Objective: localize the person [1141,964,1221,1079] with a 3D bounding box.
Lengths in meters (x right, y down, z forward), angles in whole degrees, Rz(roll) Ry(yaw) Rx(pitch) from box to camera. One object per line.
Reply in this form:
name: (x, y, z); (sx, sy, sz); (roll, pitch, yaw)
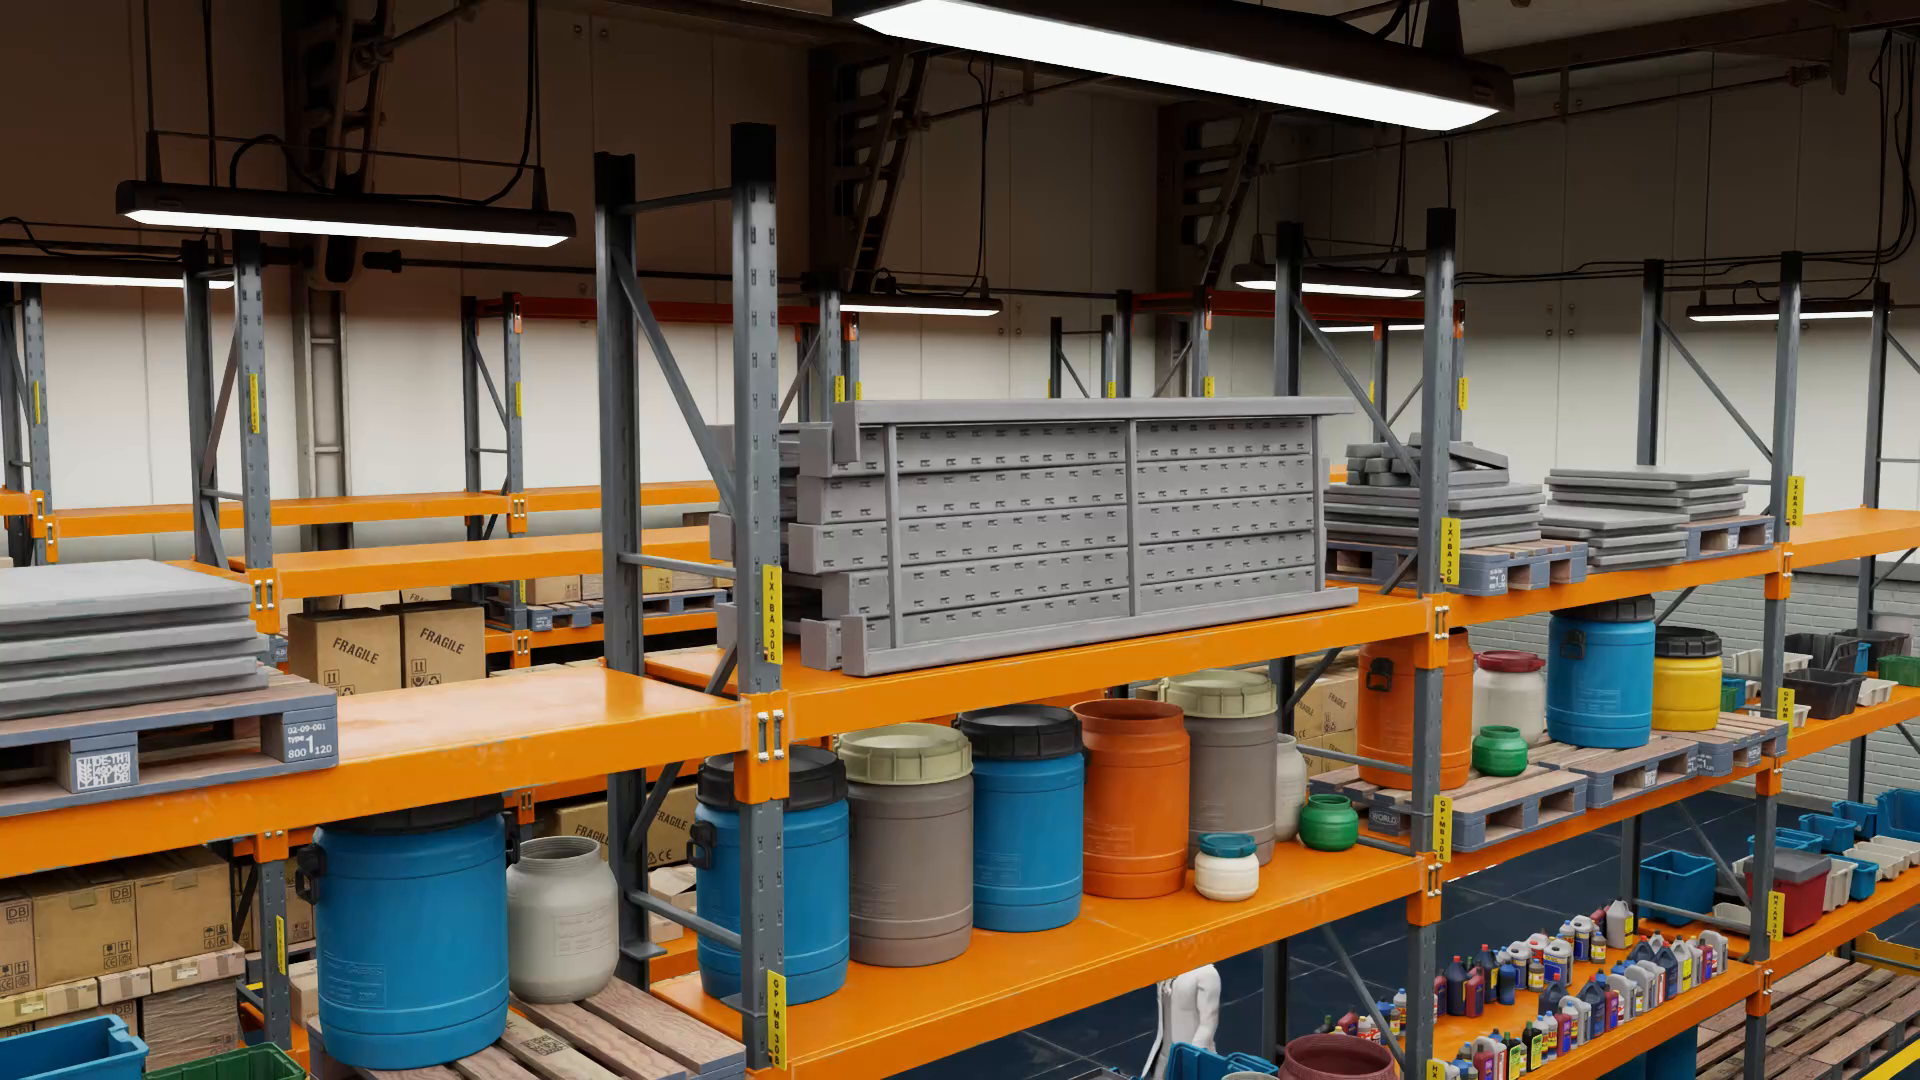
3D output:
person: (1.421, 3.362, 10.593); (0.594, 1.732, 0.631); (-3, 6, -29)
